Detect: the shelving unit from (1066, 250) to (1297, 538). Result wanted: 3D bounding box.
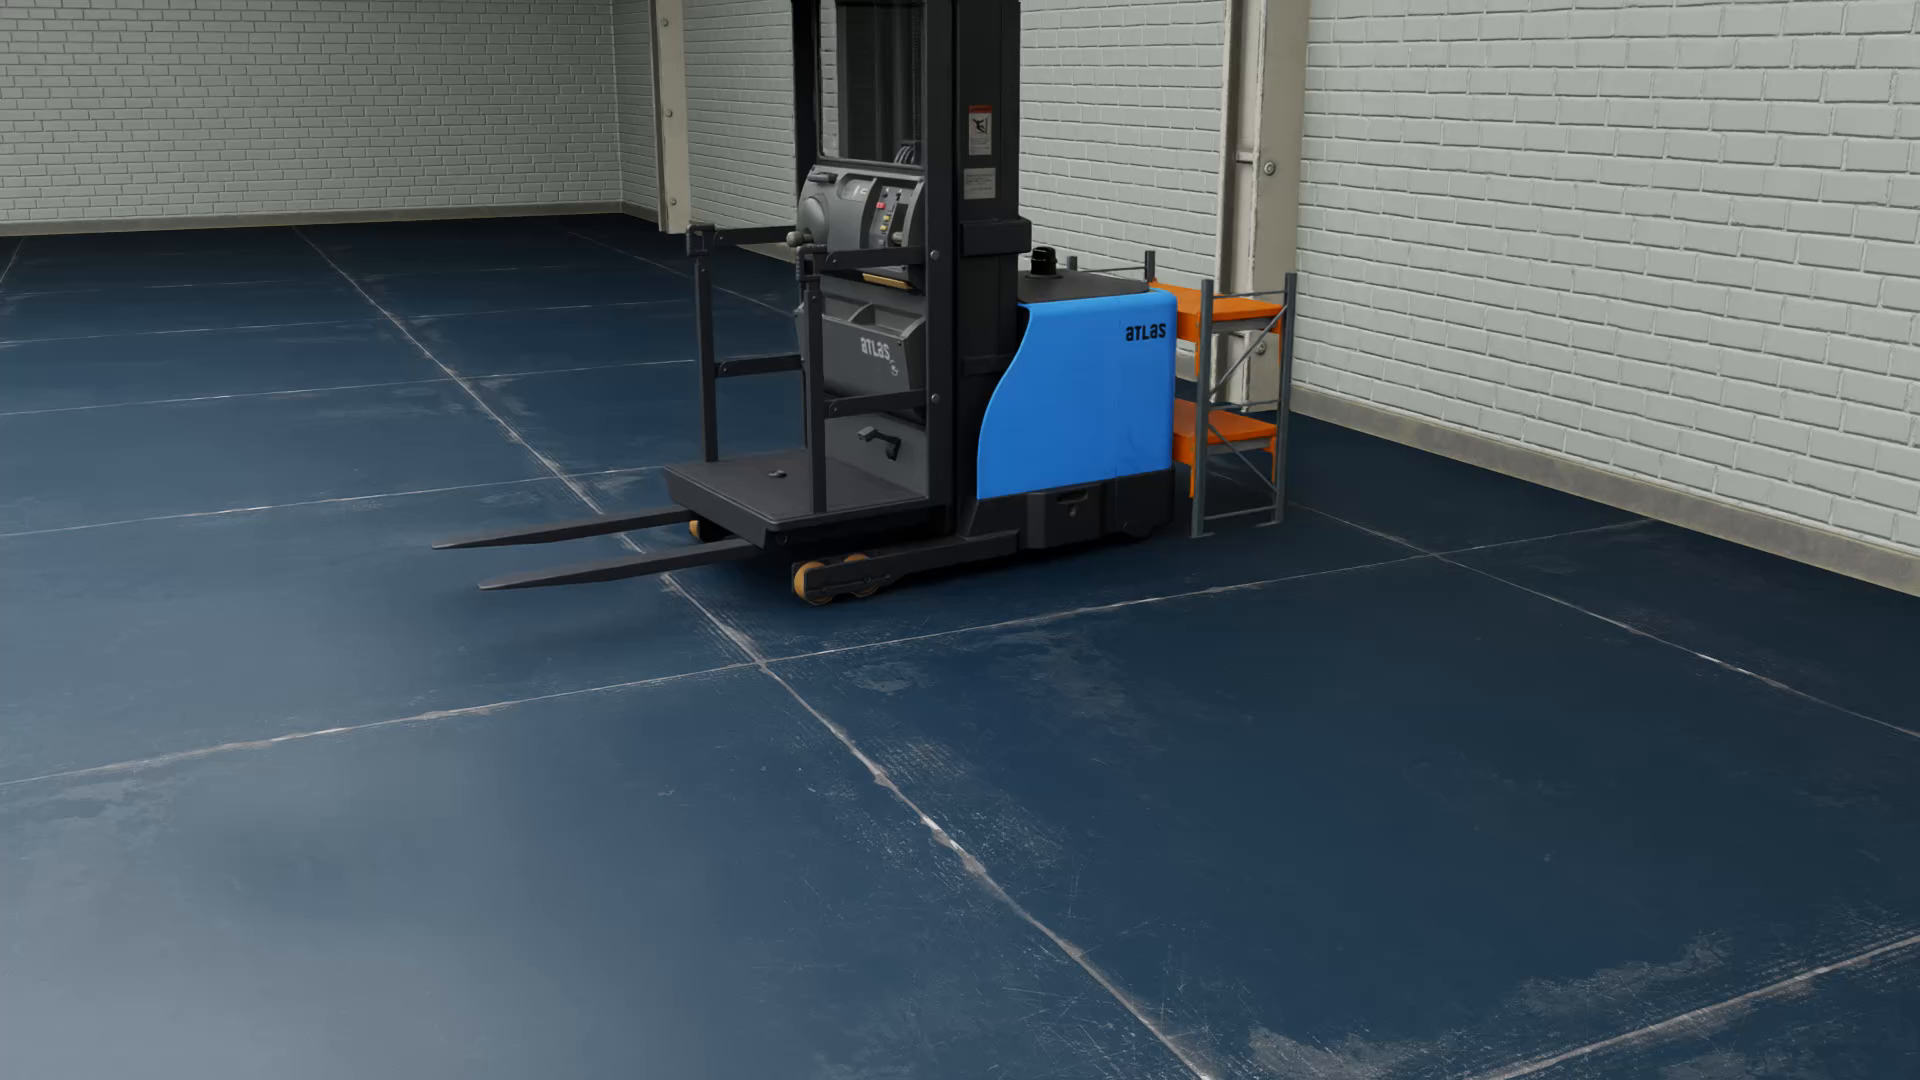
[{"bbox_3d":[0.981,-0.707,7.674,0.538,1.125,1.048,-9,18,-29],"label":"shelving unit"}]

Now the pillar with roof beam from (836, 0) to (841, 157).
[{"bbox_3d":[-4.746,-6.117,12.253,9.100,9.000,0.400,-8,18,-25],"label":"pillar with roof beam"}]

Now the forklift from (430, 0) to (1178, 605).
[{"bbox_3d":[-0.581,-1.324,6.551,3.031,2.935,1.130,-10,19,-31],"label":"forklift"}]

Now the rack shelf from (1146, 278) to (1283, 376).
[{"bbox_3d":[0.981,-0.988,7.594,0.538,0.278,1.000,-9,18,-29],"label":"rack shelf"}]

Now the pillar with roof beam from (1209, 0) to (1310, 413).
[{"bbox_3d":[-2.118,-4.629,7.069,9.100,9.000,0.400,-8,18,-25],"label":"pillar with roof beam"}]

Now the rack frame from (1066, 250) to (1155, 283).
[{"bbox_3d":[0.723,-0.828,8.096,0.500,1.125,0.032,-9,18,-29],"label":"rack frame"}]

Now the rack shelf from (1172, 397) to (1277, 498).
[{"bbox_3d":[0.981,-0.472,7.742,0.538,0.278,1.000,-9,18,-29],"label":"rack shelf"}]

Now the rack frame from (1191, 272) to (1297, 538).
[{"bbox_3d":[1.238,-0.586,7.253,0.500,1.125,0.032,-9,18,-29],"label":"rack frame"}]

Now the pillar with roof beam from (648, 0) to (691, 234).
[{"bbox_3d":[-7.375,-7.605,17.437,9.100,9.000,0.400,-8,18,-25],"label":"pillar with roof beam"}]
